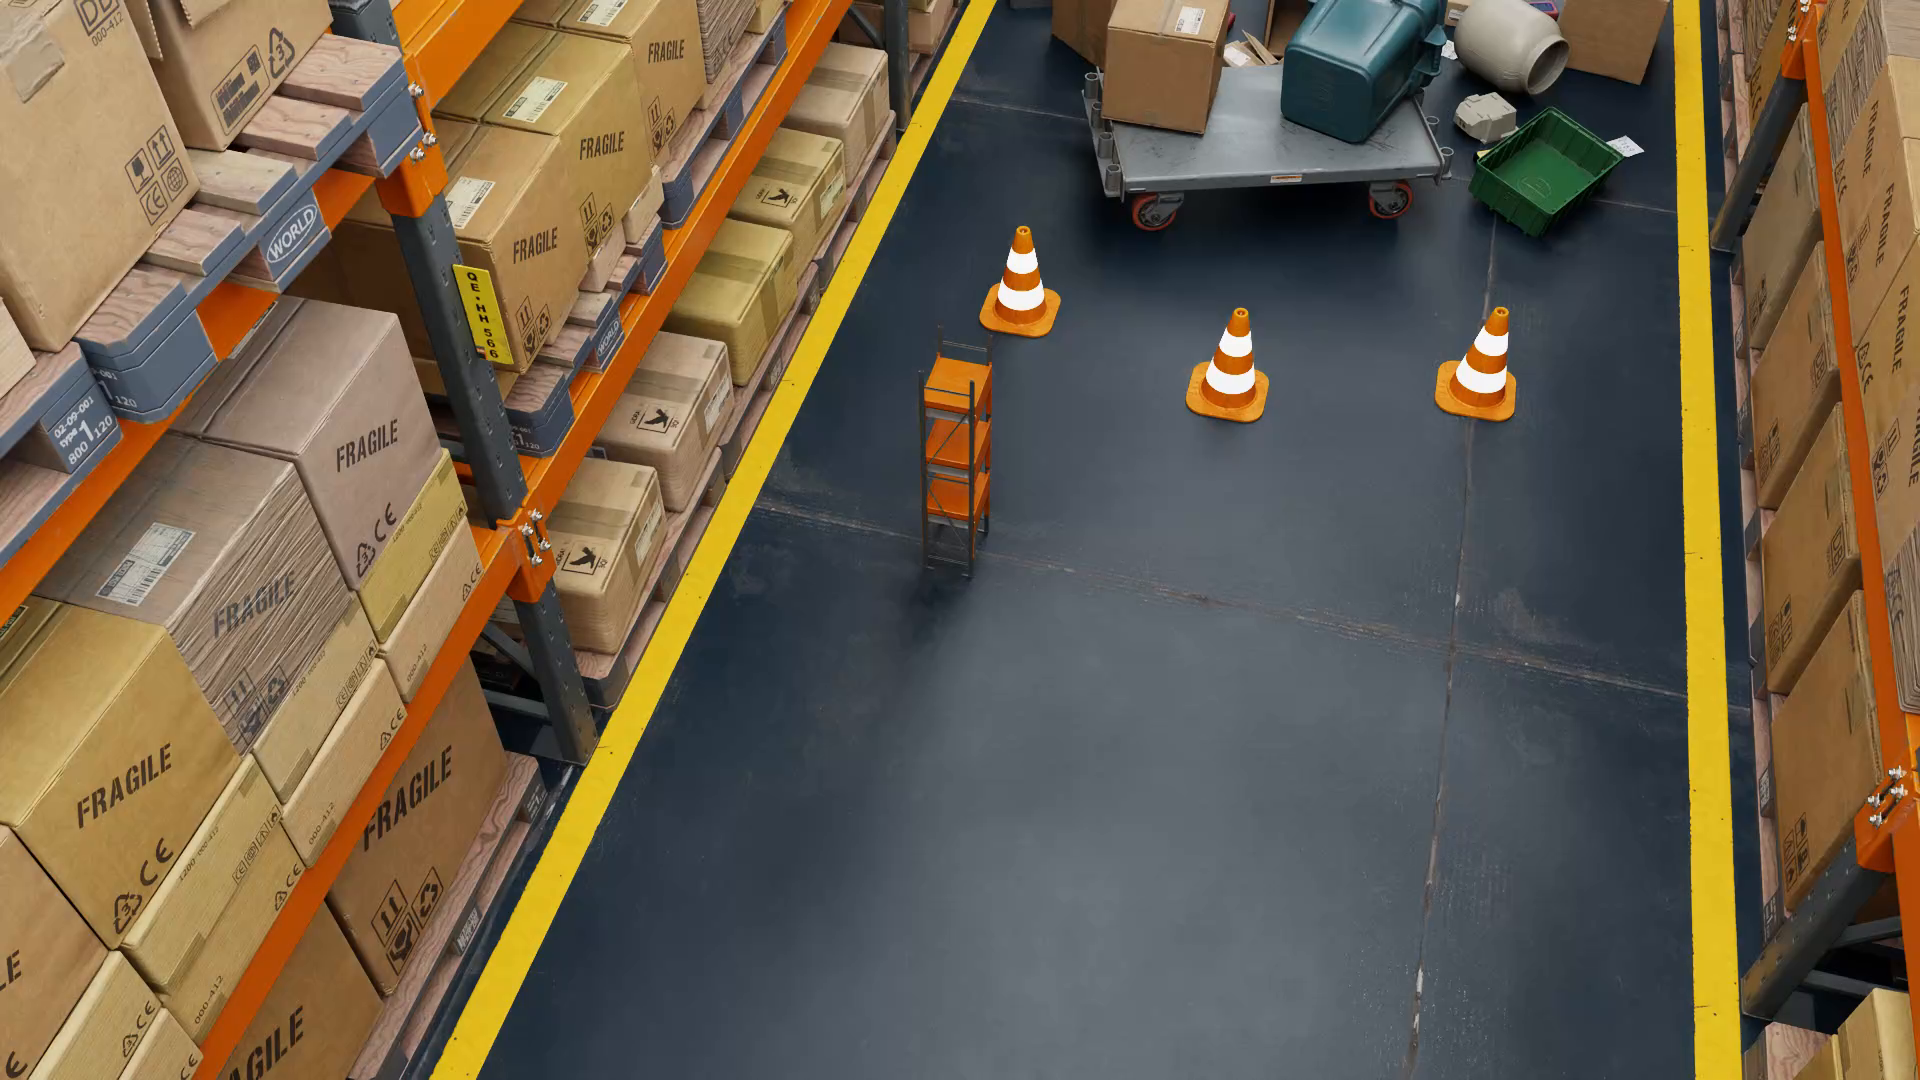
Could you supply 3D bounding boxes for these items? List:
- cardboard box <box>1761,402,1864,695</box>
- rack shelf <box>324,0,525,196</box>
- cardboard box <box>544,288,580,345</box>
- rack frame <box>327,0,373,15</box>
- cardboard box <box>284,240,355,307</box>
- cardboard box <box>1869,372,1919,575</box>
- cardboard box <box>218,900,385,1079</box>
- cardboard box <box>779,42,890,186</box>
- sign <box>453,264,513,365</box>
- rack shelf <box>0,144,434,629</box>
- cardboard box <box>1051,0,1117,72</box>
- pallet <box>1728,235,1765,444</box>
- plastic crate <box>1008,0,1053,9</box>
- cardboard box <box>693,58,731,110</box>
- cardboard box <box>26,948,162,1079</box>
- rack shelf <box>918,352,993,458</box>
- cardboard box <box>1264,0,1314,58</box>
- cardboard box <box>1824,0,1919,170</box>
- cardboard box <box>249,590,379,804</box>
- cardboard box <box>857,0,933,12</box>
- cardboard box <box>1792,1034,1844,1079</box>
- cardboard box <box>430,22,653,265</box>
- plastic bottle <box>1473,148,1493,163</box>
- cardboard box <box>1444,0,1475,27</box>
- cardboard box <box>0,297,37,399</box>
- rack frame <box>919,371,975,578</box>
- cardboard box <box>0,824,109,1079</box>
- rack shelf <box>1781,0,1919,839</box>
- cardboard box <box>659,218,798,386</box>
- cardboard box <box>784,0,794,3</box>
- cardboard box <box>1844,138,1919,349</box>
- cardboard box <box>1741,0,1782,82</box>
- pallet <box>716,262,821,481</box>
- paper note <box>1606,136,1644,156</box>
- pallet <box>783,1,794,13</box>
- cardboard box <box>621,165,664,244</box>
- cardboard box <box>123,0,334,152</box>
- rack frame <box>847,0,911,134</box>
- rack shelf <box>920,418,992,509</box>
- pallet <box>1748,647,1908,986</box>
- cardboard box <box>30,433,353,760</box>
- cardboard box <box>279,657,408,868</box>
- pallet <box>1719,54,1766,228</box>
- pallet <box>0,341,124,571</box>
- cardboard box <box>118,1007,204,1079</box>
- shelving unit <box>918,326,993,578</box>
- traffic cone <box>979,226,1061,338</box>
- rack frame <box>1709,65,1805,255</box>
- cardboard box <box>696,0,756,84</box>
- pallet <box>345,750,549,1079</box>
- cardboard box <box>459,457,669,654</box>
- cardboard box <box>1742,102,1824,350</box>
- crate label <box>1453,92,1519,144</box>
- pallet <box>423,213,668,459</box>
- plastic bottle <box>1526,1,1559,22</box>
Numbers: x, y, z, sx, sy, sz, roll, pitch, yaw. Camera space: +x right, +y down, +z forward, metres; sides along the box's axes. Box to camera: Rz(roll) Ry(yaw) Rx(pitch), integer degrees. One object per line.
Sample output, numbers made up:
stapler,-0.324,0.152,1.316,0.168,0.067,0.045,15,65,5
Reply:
cardboard box,3.473,0.134,5.771,1.050,0.750,0.750,12,50,11
rack shelf,-1.276,-2.521,5.372,1.077,0.370,4.000,12,50,10
cardboard box,-1.431,-0.772,5.237,0.380,0.149,0.250,9,49,8
rack frame,-1.803,-2.305,2.701,1.000,3.000,0.127,12,50,10
cardboard box,-1.951,-0.974,4.983,0.500,0.500,0.500,10,49,9
cardboard box,2.992,-0.188,4.768,0.500,0.500,0.500,12,50,10
cardboard box,-2.303,1.372,4.595,0.875,0.875,0.875,12,50,10
cardboard box,-0.885,-2.103,7.997,0.950,0.372,0.625,12,50,11
sign,-1.266,-0.596,4.422,0.100,0.325,0.005,12,50,10
rack shelf,-2.329,0.372,2.819,1.077,0.370,4.000,12,50,10
cardboard box,0.845,-2.893,8.887,0.500,0.500,0.500,-27,54,-22
pallet,3.922,-0.814,7.246,1.003,0.211,1.213,12,50,10
plastic crate,0.454,-3.221,9.458,0.402,0.080,0.583,-4,49,-3
cardboard box,-1.066,-1.734,6.086,0.380,0.149,0.250,13,50,11
cardboard box,-2.068,1.086,3.476,0.500,0.250,0.500,10,49,9
rack shelf,-0.014,-0.489,6.036,0.215,0.259,0.240,12,50,10
cardboard box,2.045,-2.877,8.782,0.797,0.637,0.503,12,50,10
cardboard box,3.522,-1.650,6.058,0.500,0.500,0.500,12,50,10
cardboard box,-1.816,0.336,4.138,0.500,0.250,0.500,10,49,9
cardboard box,-0.334,-3.064,8.426,0.500,0.500,0.500,14,50,12
cardboard box,2.567,1.733,4.526,0.500,0.500,0.500,10,49,8
cardboard box,-1.331,-1.249,5.225,0.500,0.500,0.500,14,50,12
plastic bottle,2.669,-1.835,8.247,0.133,0.061,0.283,-11,50,-10
cardboard box,2.728,-3.011,9.150,0.396,0.266,0.258,19,51,16
cardboard box,-1.827,-0.342,2.779,0.396,0.266,0.258,10,49,9
rack frame,-0.046,-0.220,6.163,0.200,1.050,0.008,12,50,10
cardboard box,-2.091,0.837,3.196,0.500,0.500,0.500,11,49,9
rack shelf,3.526,-0.625,5.699,1.077,0.370,4.000,12,50,10
cardboard box,-1.253,-1.079,7.093,0.950,0.372,0.625,13,50,11
cardboard box,-0.802,-2.277,6.565,0.380,0.149,0.250,12,50,10
cardboard box,3.254,-0.922,5.415,0.500,0.500,0.500,12,50,11
cardboard box,4.519,-2.839,8.311,0.875,0.875,0.875,12,50,10
pallet,-1.272,-0.842,7.271,1.003,0.211,1.213,12,50,10
paper note,3.356,-1.992,8.406,0.147,0.020,0.142,-19,51,-16
pallet,-1.091,-2.626,7.113,1.003,0.211,1.213,12,50,10
cardboard box,-1.222,-1.156,5.576,0.380,0.149,0.250,12,50,10
cardboard box,-1.756,-1.183,3.363,0.797,0.503,0.637,9,49,8
rack frame,-0.750,-3.213,7.504,1.000,3.000,0.127,12,50,10
rack shelf,-0.014,-0.302,6.249,0.215,0.259,0.240,12,50,10
pallet,3.280,0.951,5.689,1.003,0.211,1.213,12,50,10
cardboard box,-1.813,0.114,3.834,0.500,0.500,0.500,12,50,11
cardboard box,-1.805,0.519,4.310,0.500,0.250,0.500,12,50,11
pallet,4.328,-1.921,8.224,1.003,0.211,1.213,12,50,10
pallet,-2.212,0.036,2.762,1.003,0.211,1.213,14,50,12
cardboard box,-2.059,1.255,3.661,0.500,0.250,0.500,11,49,9
shelving unit,-0.014,-0.309,6.241,0.215,1.050,0.252,12,50,10
traffic cone,0.274,-1.201,7.420,0.336,0.463,0.334,12,50,10
rack frame,4.052,-2.309,6.706,1.000,3.000,0.127,12,50,10
cardboard box,-1.058,-1.994,5.883,0.500,0.500,0.500,10,49,9
pallet,-2.083,1.158,5.506,1.003,0.211,1.213,12,50,10
cardboard box,-1.644,0.004,6.137,0.950,0.372,0.625,9,49,7
cardboard box,3.976,-1.237,6.981,1.050,0.750,0.750,11,50,10
crate label,2.683,-2.162,8.486,0.298,0.136,0.250,-19,51,-16
pallet,-1.718,-0.793,5.496,1.213,0.211,1.003,12,50,10
plastic bottle,3.153,-2.920,9.205,0.283,0.061,0.133,-4,49,-3
